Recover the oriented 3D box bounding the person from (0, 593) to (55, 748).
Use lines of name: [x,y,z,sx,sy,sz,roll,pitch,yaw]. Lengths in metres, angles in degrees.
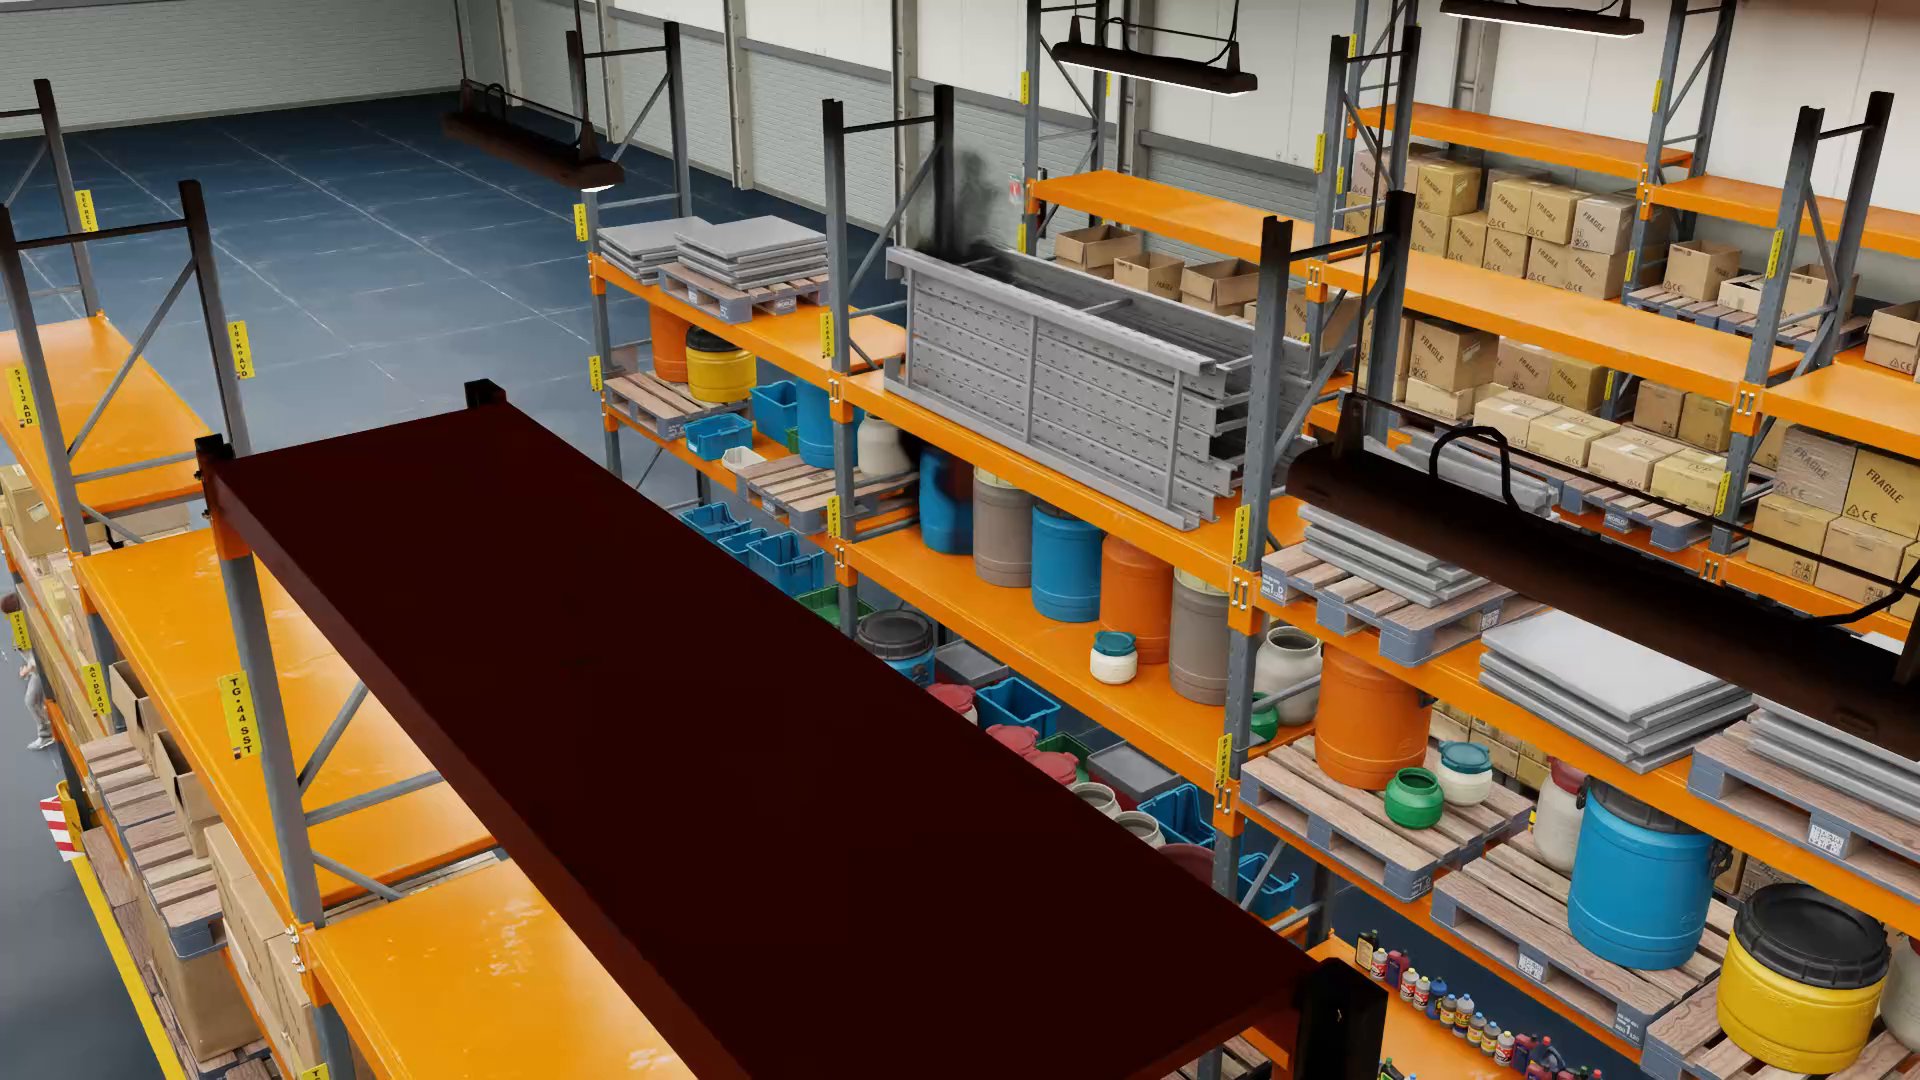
person: [-7.980,1.150,14.692,0.820,1.581,0.546,-4,25,-8]
